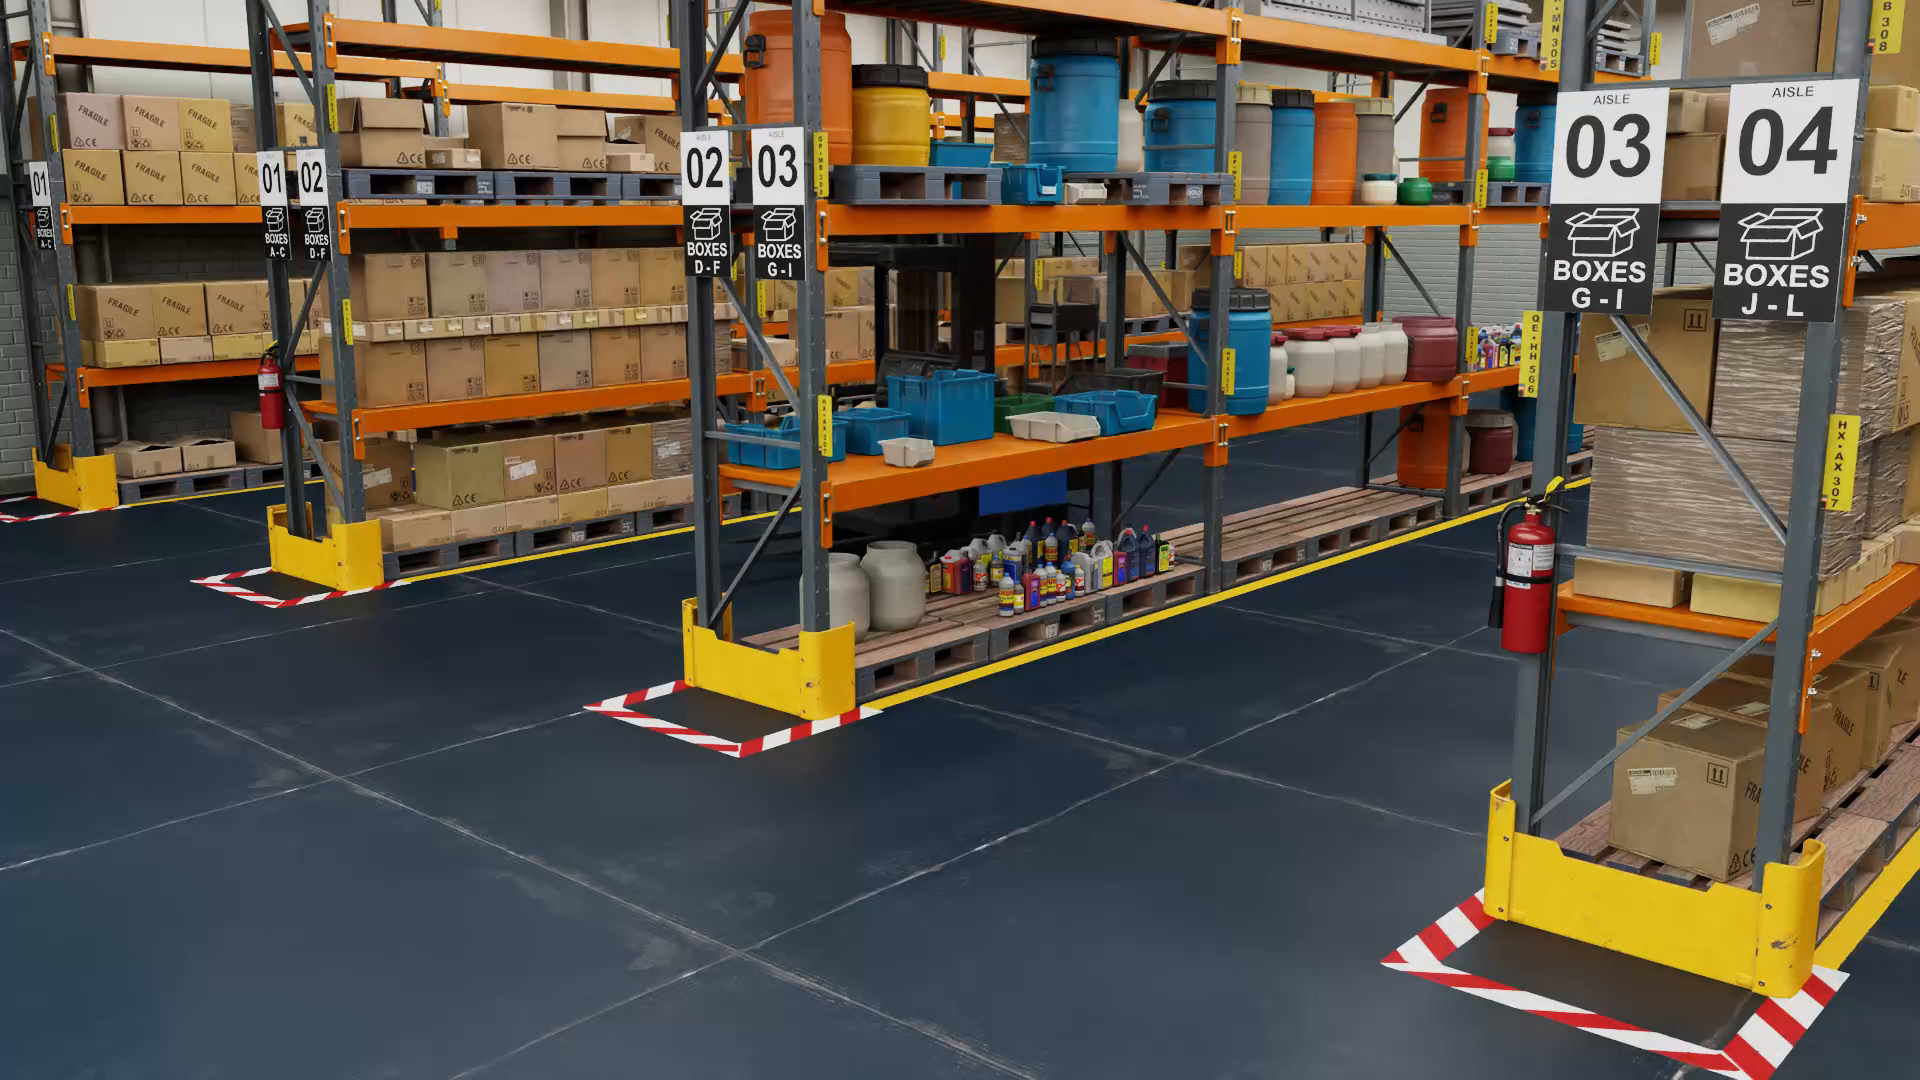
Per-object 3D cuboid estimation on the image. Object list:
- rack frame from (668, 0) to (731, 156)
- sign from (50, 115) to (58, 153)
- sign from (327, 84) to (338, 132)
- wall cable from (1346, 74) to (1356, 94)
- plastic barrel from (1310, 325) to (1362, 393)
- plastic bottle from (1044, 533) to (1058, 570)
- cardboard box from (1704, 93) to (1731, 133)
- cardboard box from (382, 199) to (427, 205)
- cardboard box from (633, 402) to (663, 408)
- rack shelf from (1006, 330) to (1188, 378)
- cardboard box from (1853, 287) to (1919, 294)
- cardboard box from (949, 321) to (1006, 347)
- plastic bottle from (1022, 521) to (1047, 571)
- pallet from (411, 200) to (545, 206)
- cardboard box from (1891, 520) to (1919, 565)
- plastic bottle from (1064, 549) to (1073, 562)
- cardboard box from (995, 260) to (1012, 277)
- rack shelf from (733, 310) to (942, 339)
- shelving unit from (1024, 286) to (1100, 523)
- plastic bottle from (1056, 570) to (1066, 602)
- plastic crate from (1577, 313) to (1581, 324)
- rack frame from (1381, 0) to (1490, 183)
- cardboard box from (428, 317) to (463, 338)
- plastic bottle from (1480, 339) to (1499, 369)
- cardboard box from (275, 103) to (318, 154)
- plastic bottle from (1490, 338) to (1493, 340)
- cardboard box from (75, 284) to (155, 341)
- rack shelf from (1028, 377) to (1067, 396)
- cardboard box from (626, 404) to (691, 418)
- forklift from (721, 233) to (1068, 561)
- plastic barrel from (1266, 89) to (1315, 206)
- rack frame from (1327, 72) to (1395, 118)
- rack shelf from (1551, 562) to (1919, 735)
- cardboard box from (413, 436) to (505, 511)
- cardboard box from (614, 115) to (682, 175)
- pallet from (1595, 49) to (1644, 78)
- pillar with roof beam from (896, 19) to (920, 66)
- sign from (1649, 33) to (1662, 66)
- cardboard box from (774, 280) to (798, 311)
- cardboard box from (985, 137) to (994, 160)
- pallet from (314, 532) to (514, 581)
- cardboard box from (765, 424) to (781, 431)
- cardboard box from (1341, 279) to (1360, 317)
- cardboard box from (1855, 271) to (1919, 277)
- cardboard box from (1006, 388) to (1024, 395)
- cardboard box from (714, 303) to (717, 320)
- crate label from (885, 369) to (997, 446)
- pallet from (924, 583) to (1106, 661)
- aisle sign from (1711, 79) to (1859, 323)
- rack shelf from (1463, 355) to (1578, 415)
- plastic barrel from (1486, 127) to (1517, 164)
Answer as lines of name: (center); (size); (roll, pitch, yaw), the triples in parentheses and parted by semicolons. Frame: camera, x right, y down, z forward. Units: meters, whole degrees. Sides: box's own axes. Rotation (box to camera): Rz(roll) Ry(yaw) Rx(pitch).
rack frame: (-3.294, -5.949, 21.022); (1.000, 3.000, 0.127); (10, 15, 40)
sign: (-8.168, -3.660, 14.986); (0.100, 0.325, 0.005); (10, 15, 40)
sign: (-4.439, -3.056, 11.762); (0.100, 0.325, 0.005); (10, 15, 40)
wall cable: (8.021, -8.516, 28.909); (3.097, 2.526, 0.112); (10, 15, 40)
plastic barrel: (3.073, -1.489, 13.659); (0.433, 0.535, 0.433); (0, 11, 0)
plastic bottle: (0.657, 0.086, 11.964); (0.097, 0.271, 0.097); (0, 11, 0)
cardboard box: (2.796, -1.606, 6.302); (0.380, 0.149, 0.250); (9, 14, 39)
cardboard box: (-6.084, -3.842, 17.824); (0.500, 0.500, 0.500); (10, 15, 42)
cardboard box: (-4.158, -1.824, 20.943); (0.700, 0.500, 0.500); (10, 15, 40)
rack shelf: (1.749, -2.309, 19.950); (1.077, 0.370, 4.000); (10, 15, 40)
cardboard box: (3.819, -0.786, 6.923); (0.500, 0.500, 0.500); (10, 15, 40)
cardboard box: (0.156, -2.276, 18.175); (0.500, 0.311, 0.500); (11, 16, 44)
plastic bottle: (0.538, 0.038, 12.002); (0.144, 0.351, 0.185); (9, 14, 38)
pallet: (-5.447, -3.875, 18.774); (1.213, 0.211, 1.003); (10, 15, 40)
cardboard box: (4.017, -0.005, 7.220); (0.380, 0.149, 0.250); (10, 15, 40)
plastic bottle: (0.768, 0.196, 11.384); (0.061, 0.283, 0.133); (10, 15, 40)
cardboard box: (0.202, -3.927, 25.450); (0.980, 0.700, 0.700); (9, 15, 39)
rack shelf: (-1.974, -2.949, 23.154); (1.077, 0.370, 4.000); (10, 15, 40)
shelving unit: (0.882, -1.168, 14.675); (0.503, 2.100, 0.431); (-7, 14, -37)
plastic bottle: (0.655, 0.301, 11.068); (0.097, 0.201, 0.097); (0, 11, 0)
plastic crate: (6.840, -2.449, 18.704); (0.392, 0.384, 0.575); (10, 15, 40)
rack frame: (4.147, -4.668, 14.609); (1.000, 3.000, 0.127); (10, 15, 40)
cardboard box: (-4.093, -1.663, 12.969); (0.380, 0.149, 0.250); (10, 15, 41)
plastic bottle: (4.981, -1.756, 15.659); (0.152, 0.276, 0.135); (10, 15, 40)
cardboard box: (-6.753, -4.170, 16.913); (0.500, 0.500, 0.500); (9, 14, 38)
plastic bottle: (5.033, -1.775, 15.767); (0.097, 0.271, 0.097); (0, 11, 0)
cardboard box: (-8.034, -2.166, 15.813); (0.500, 0.500, 0.500); (10, 15, 40)
rack shelf: (0.882, -1.155, 14.677); (0.480, 0.518, 0.431); (-7, 14, -37)
cardboard box: (-2.753, -0.977, 15.475); (0.500, 0.500, 0.500); (10, 15, 40)
forklift: (-0.514, -1.348, 13.476); (3.031, 2.935, 1.130); (-10, 15, -40)
plastic barrel: (2.543, -3.150, 13.386); (0.600, 0.901, 0.708); (10, 15, 40)
rack frame: (5.710, -6.486, 23.711); (1.000, 3.000, 0.127); (10, 15, 40)
rack shelf: (3.907, 0.149, 7.641); (1.077, 0.370, 4.000); (10, 15, 40)
cardboard box: (-4.002, -0.540, 13.288); (0.500, 0.500, 0.500); (10, 15, 40)
cardboard box: (-2.742, -3.534, 14.901); (0.500, 0.500, 0.500); (-11, 15, -43)
pallet: (6.265, -4.842, 16.984); (1.003, 0.211, 1.213); (10, 15, 40)
pillar with roof beam: (2.392, -6.196, 22.258); (9.100, 9.000, 0.400); (10, 15, 40)
sign: (7.200, -5.083, 17.219); (0.100, 0.325, 0.005); (10, 15, 40)
cardboard box: (-2.429, -3.326, 22.141); (0.500, 0.500, 0.500); (10, 15, 42)
cardboard box: (0.362, -5.761, 24.879); (0.500, 0.500, 0.500); (9, 15, 39)
pallet: (-4.378, 0.059, 13.377); (1.003, 0.211, 1.213); (10, 15, 40)
cardboard box: (-1.751, -0.940, 15.776); (0.500, 0.311, 0.500); (10, 15, 41)
cardboard box: (5.279, -3.416, 23.399); (0.500, 0.500, 0.500); (10, 15, 41)
cardboard box: (4.740, -1.149, 8.740); (0.500, 0.500, 0.500); (10, 15, 40)
cardboard box: (0.870, -1.525, 19.449); (0.500, 0.500, 0.500); (11, 15, 43)
cardboard box: (-2.395, -2.042, 14.866); (0.380, 0.149, 0.250); (9, 15, 39)
crate label: (-0.122, -0.873, 10.831); (0.502, 0.435, 0.616); (10, 15, 40)
pallet: (0.227, 0.503, 11.153); (1.003, 0.211, 1.213); (10, 15, 40)
aisle sign: (2.772, -1.136, 5.603); (0.394, 0.787, 0.004); (10, 15, 40)
rack shelf: (5.468, -1.668, 16.741); (1.077, 0.370, 4.000); (10, 15, 40)
plastic barrel: (5.205, -3.750, 16.252); (0.433, 0.535, 0.433); (0, 11, 0)
